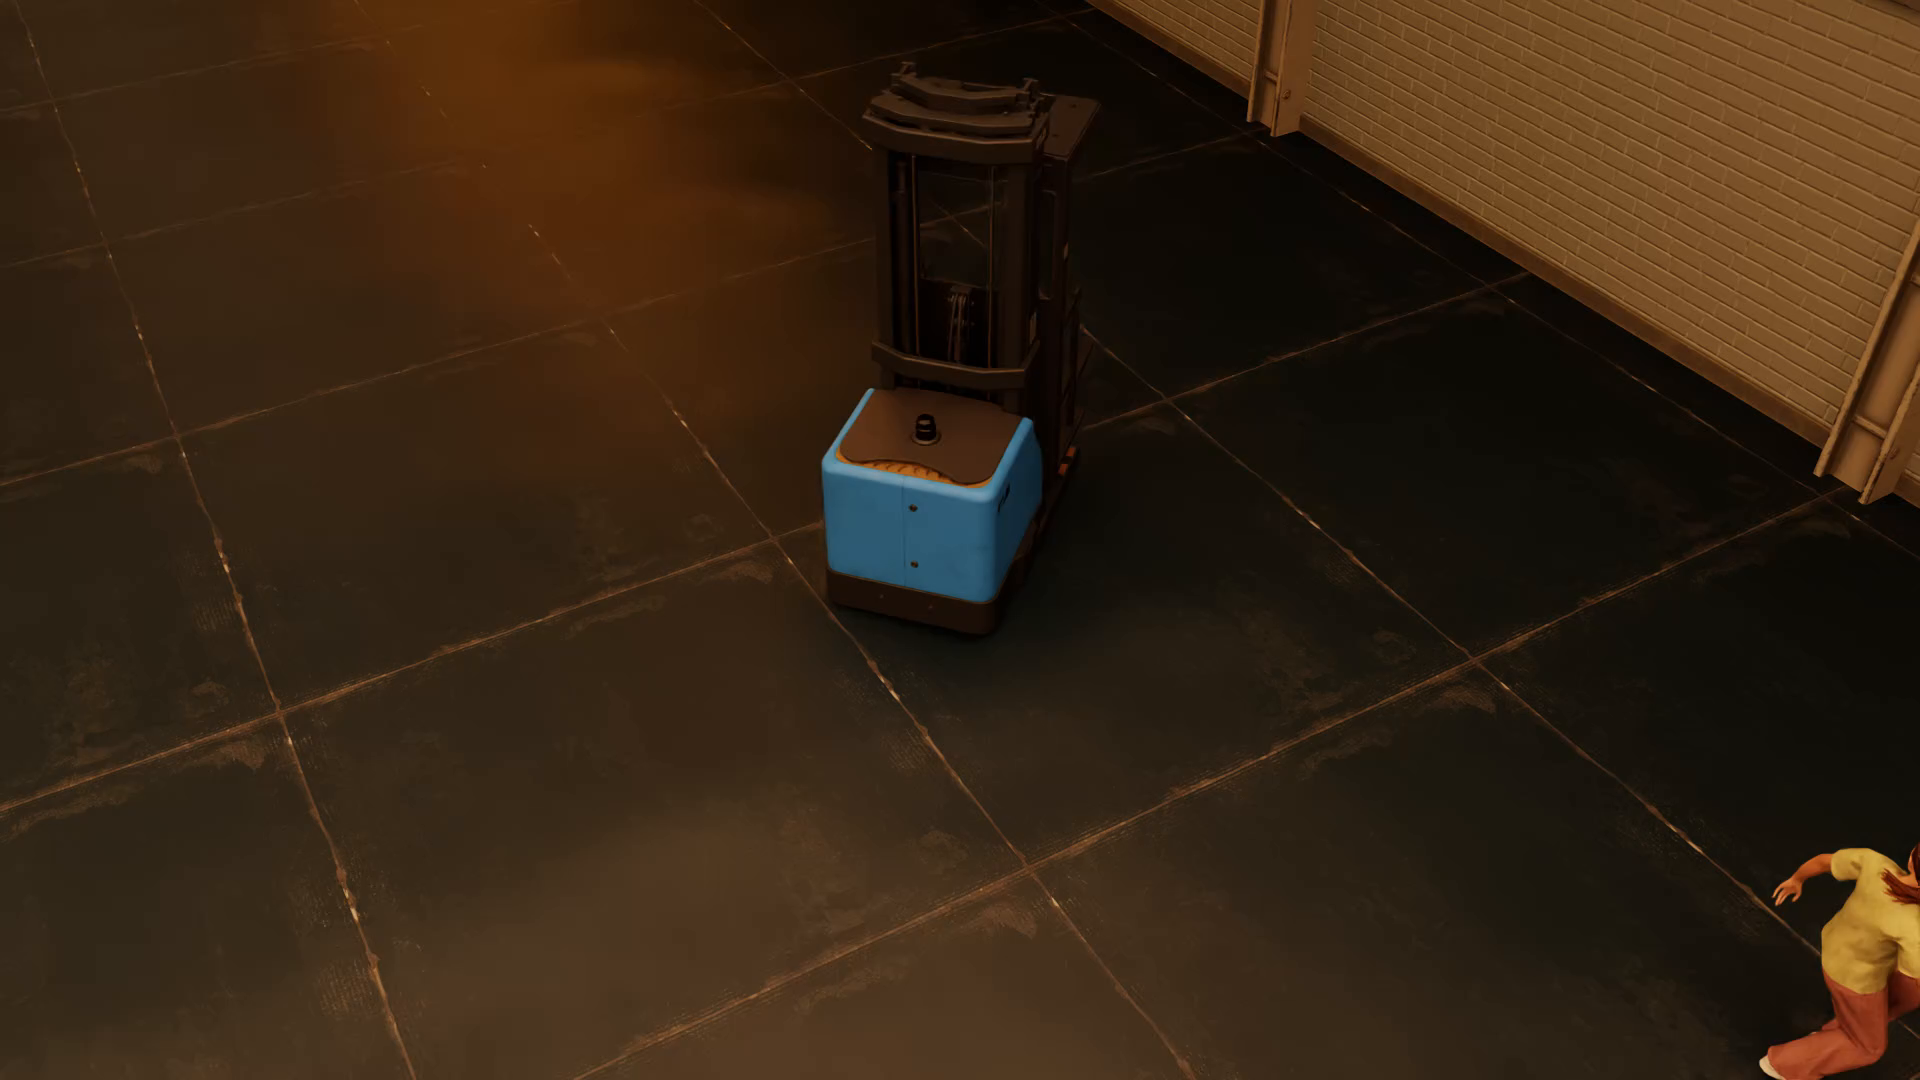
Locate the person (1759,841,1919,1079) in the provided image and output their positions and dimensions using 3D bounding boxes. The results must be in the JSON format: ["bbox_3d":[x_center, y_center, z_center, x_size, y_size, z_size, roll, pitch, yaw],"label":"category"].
[{"bbox_3d":[3.775,1.784,6.954,0.697,1.647,0.590,11,41,13],"label":"person"}]

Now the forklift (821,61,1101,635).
[{"bbox_3d":[0.153,-1.532,9.883,1.130,2.935,3.031,12,41,14],"label":"forklift"}]
